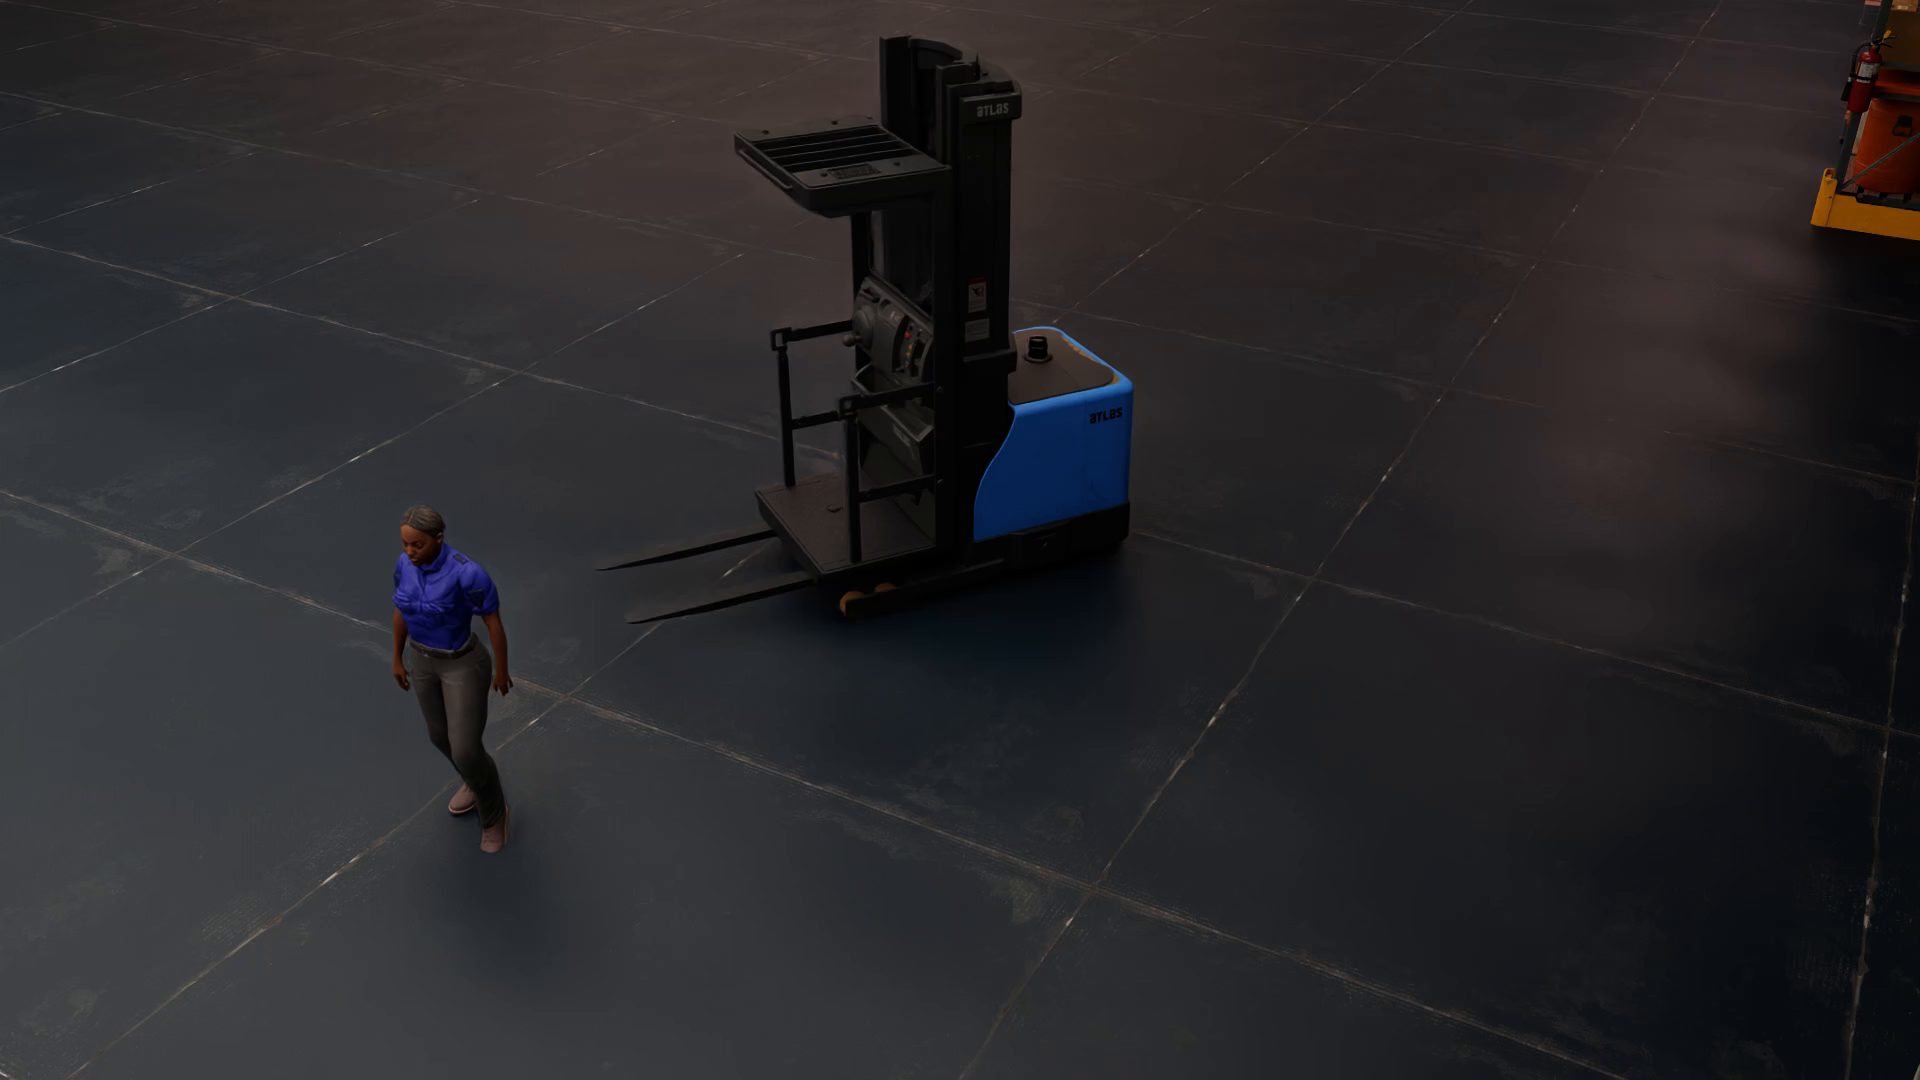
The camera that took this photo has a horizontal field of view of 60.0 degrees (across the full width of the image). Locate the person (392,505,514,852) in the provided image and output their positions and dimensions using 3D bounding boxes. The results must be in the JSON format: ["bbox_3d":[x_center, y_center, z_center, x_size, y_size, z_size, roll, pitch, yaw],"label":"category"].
[{"bbox_3d":[-2.276,0.601,7.396,0.552,1.705,0.484,11,32,19],"label":"person"}]

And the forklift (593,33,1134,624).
[{"bbox_3d":[-0.553,-1.122,9.015,3.031,2.935,1.130,-14,33,-23],"label":"forklift"}]
